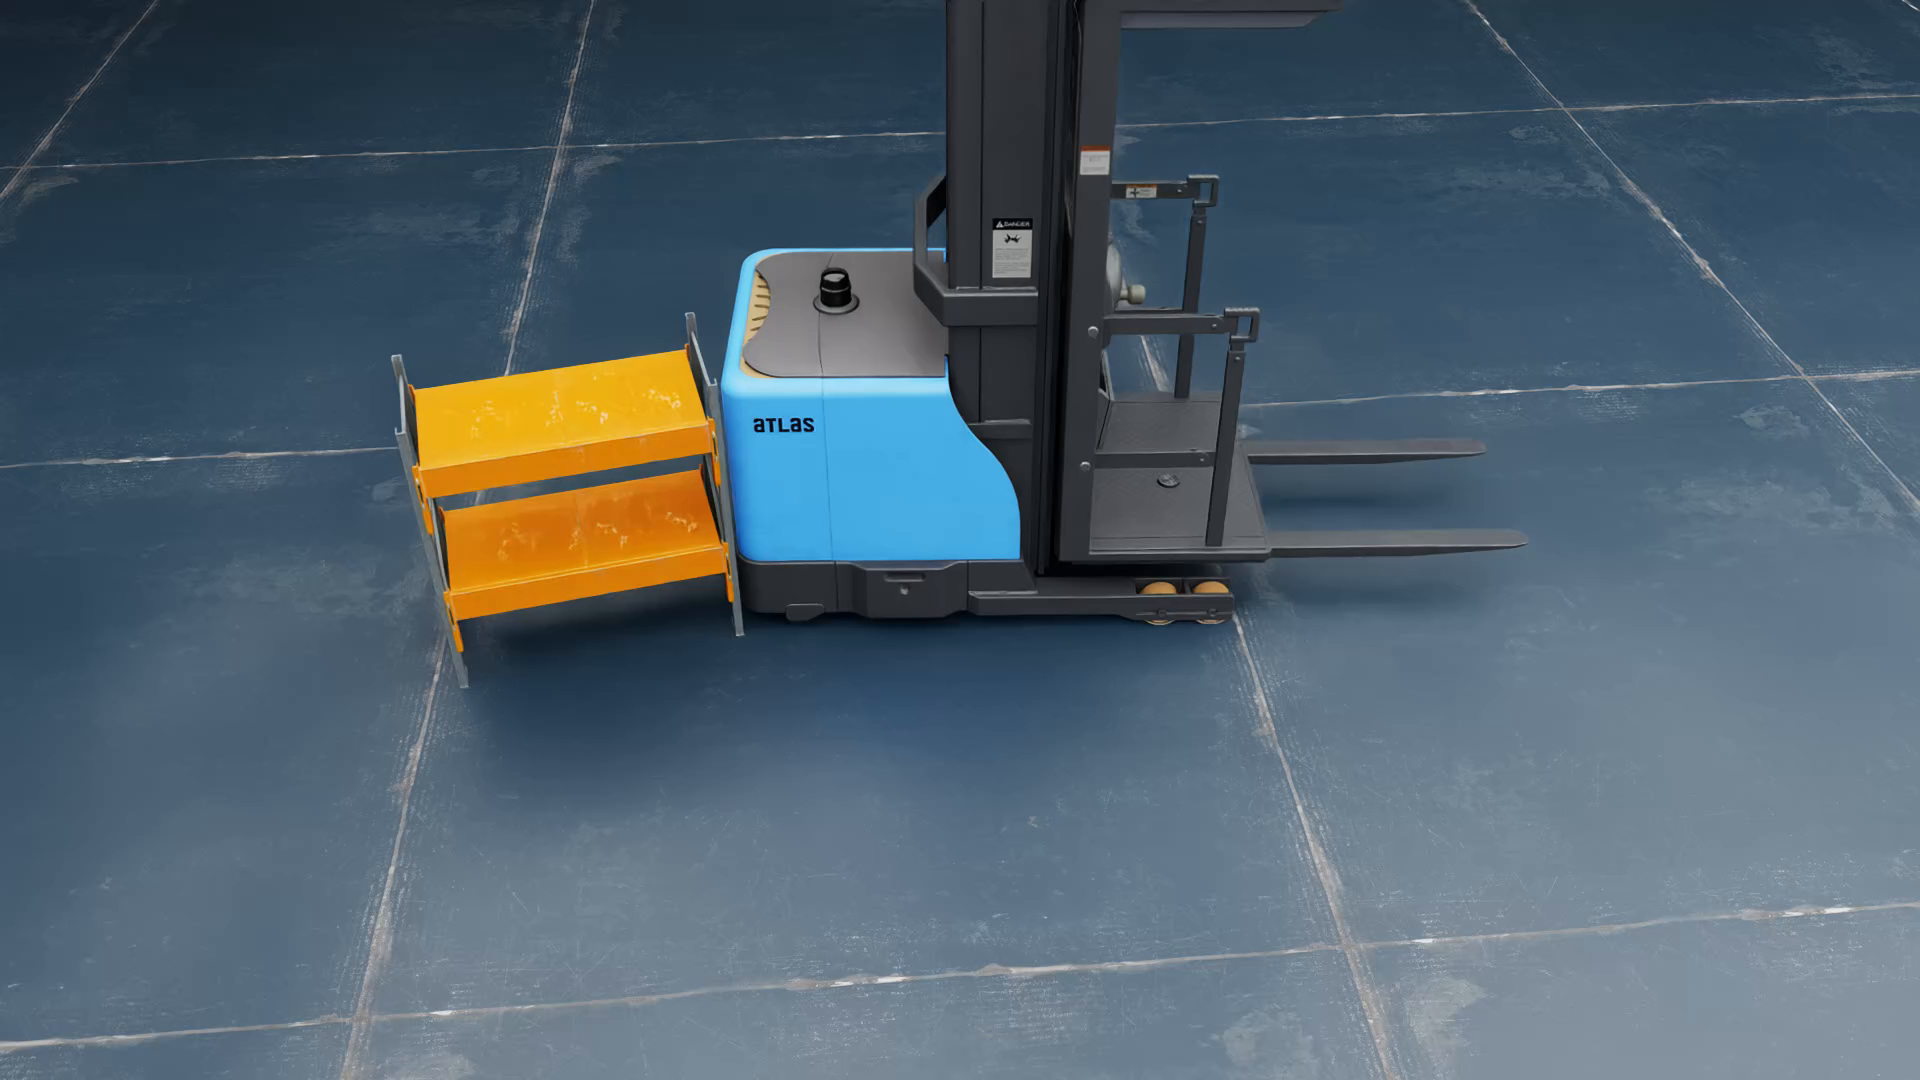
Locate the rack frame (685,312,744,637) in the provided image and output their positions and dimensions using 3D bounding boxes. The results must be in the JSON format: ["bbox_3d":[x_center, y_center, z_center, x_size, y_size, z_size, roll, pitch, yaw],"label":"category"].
[{"bbox_3d":[-0.902,-0.227,6.129,0.032,1.125,0.500,-10,39,-13],"label":"rack frame"}]

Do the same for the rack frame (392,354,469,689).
[{"bbox_3d":[-1.877,-0.050,5.905,0.032,1.125,0.500,-10,39,-13],"label":"rack frame"}]

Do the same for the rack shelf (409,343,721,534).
[{"bbox_3d":[-1.389,-0.368,5.836,1.000,0.278,0.538,-10,39,-13],"label":"rack shelf"}]

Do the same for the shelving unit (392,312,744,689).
[{"bbox_3d":[-1.389,-0.138,6.017,1.048,1.125,0.538,-10,39,-13],"label":"shelving unit"}]

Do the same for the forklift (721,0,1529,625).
[{"bbox_3d":[0.665,-1.156,5.849,3.031,2.935,1.130,-1,38,-1],"label":"forklift"}]

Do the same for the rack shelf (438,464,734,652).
[{"bbox_3d":[-1.389,0.054,6.169,1.000,0.278,0.538,-10,39,-13],"label":"rack shelf"}]
